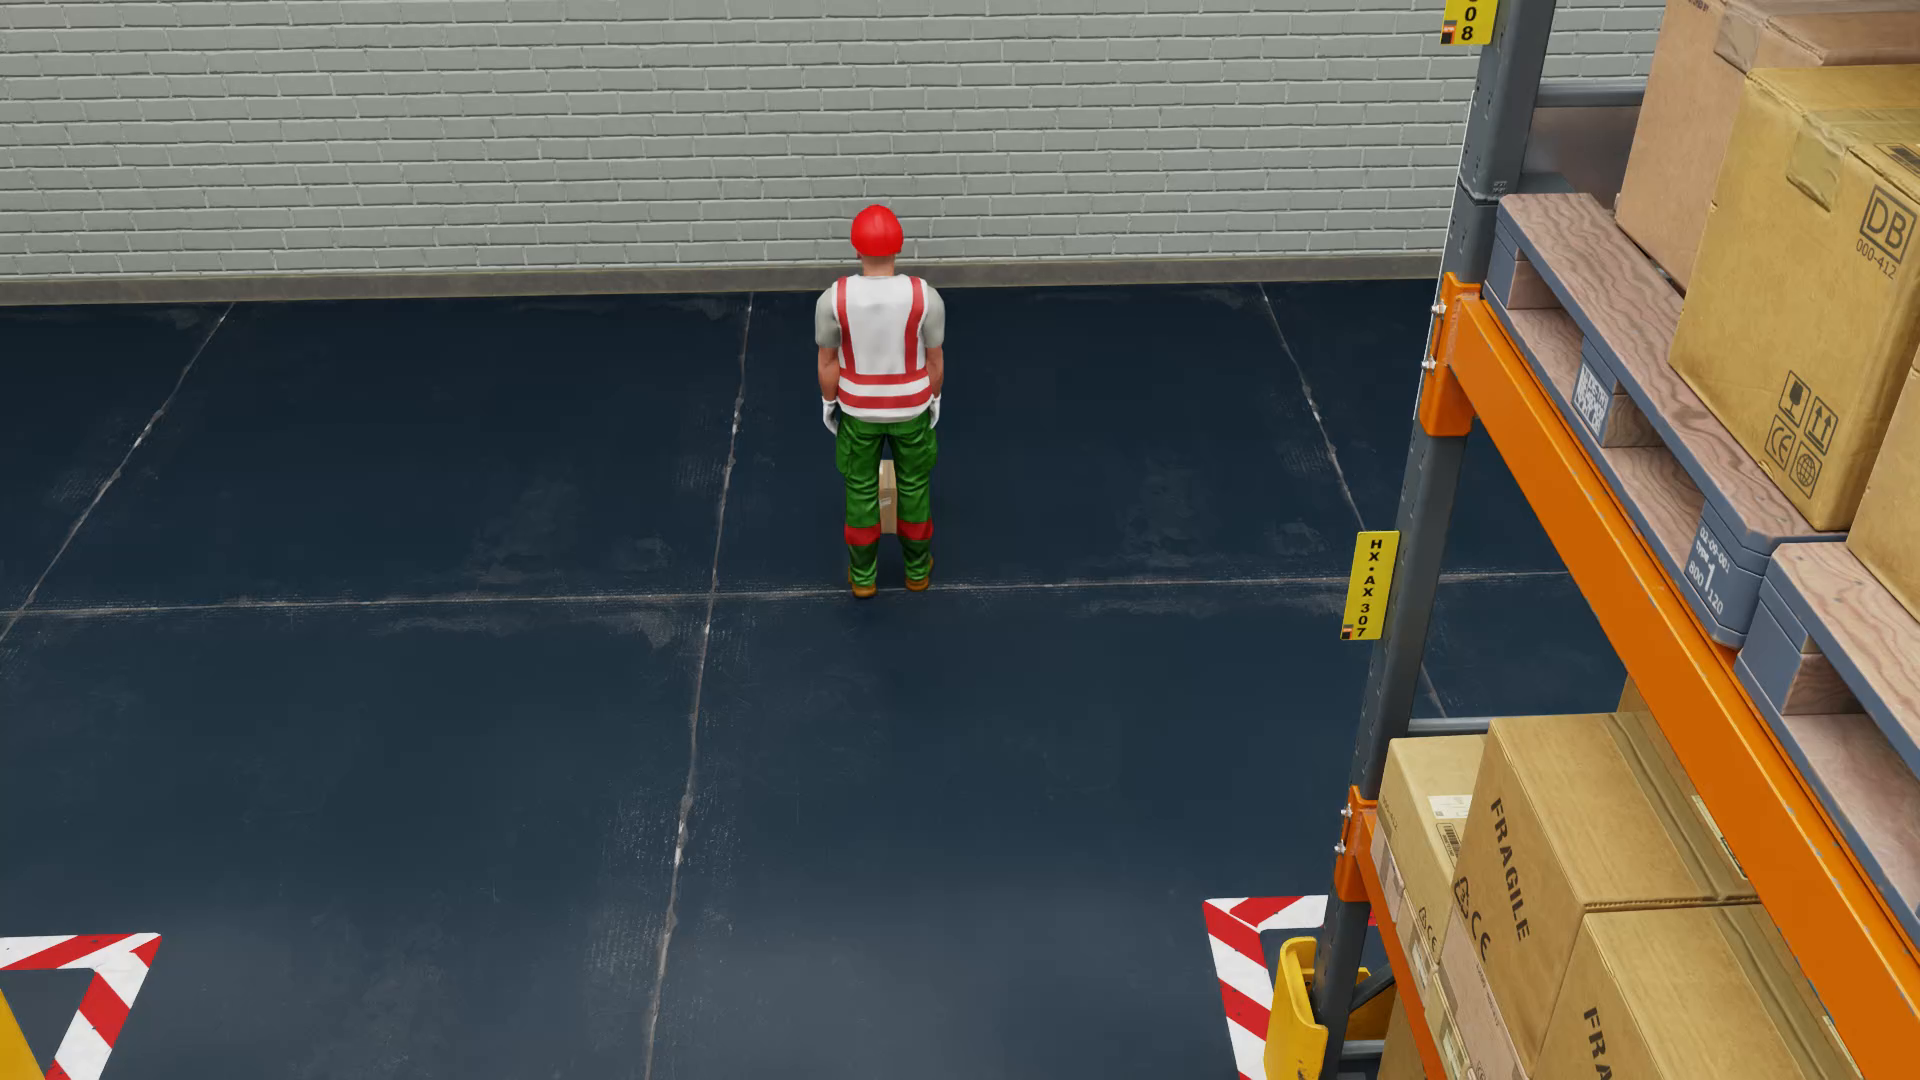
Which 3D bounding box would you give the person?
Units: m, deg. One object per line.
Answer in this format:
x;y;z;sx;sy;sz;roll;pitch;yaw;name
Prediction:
-0.322;-0.559;6.943;0.525;1.810;0.357;-1;35;-1;person
